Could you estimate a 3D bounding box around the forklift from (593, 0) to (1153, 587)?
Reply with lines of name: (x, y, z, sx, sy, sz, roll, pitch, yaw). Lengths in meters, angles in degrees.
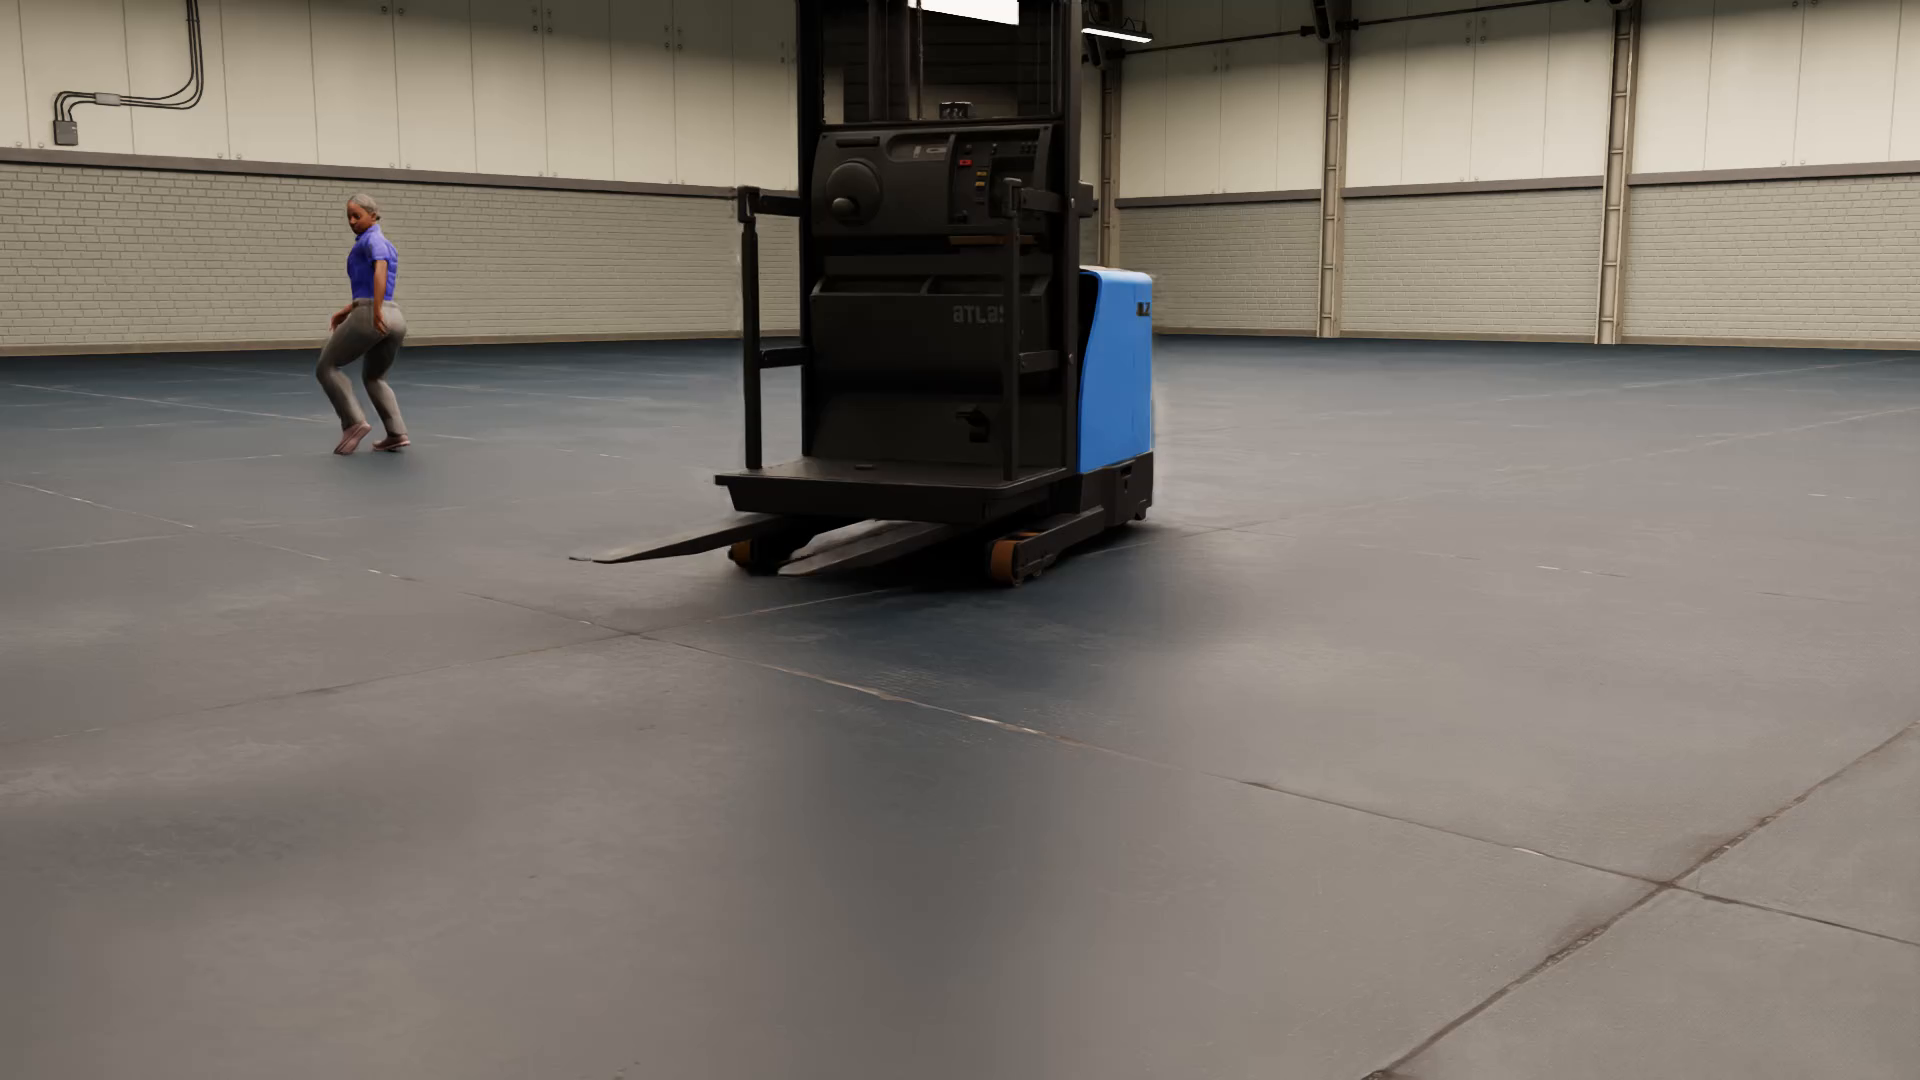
forklift: (-0.189, -1.359, 5.902, 1.130, 2.935, 3.031, 3, 9, 22)

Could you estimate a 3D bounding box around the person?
person: (-3.641, -1.312, 10.229, 0.681, 1.610, 0.633, 2, 9, 16)
